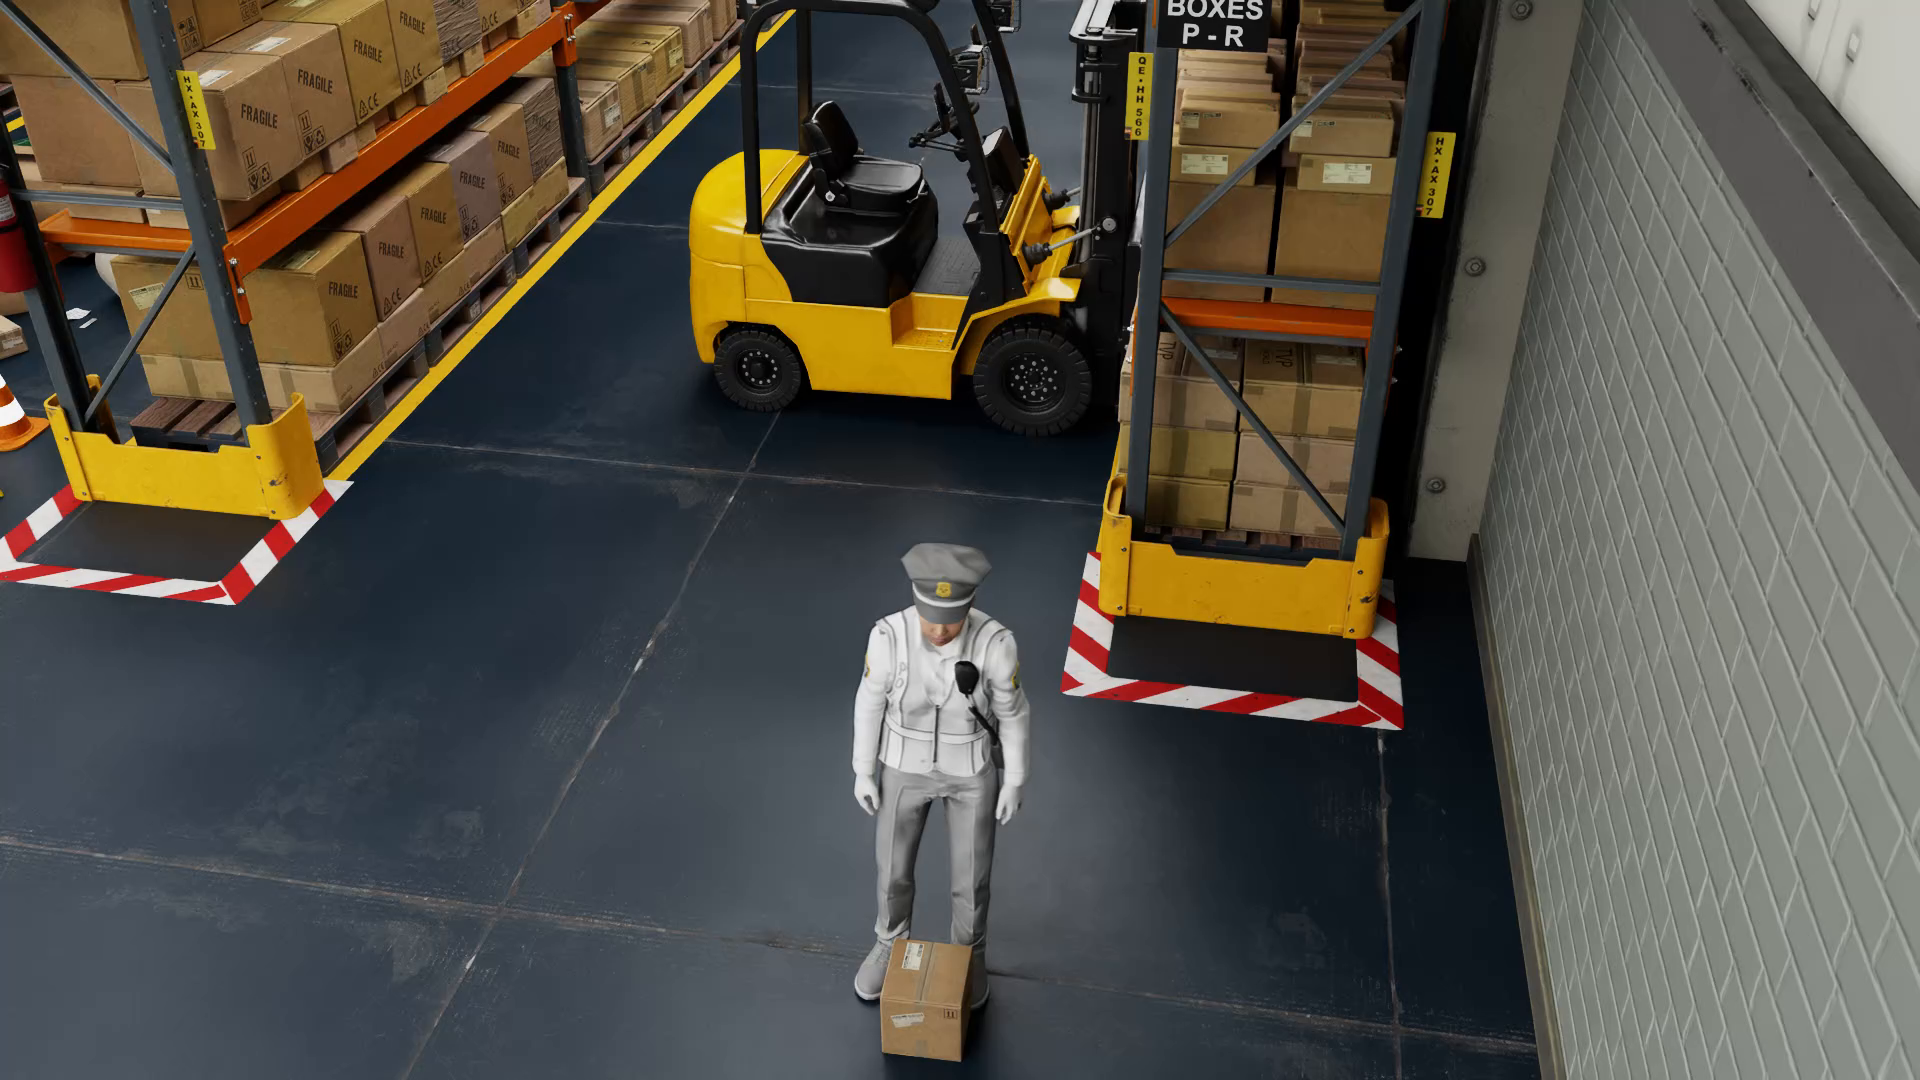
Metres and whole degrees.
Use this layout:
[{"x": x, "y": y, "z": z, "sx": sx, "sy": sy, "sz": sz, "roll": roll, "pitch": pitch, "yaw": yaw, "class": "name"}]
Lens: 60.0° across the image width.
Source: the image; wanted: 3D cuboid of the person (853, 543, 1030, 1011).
[{"x": -0.062, "y": 0.713, "z": 5.020, "sx": 0.541, "sy": 1.662, "sz": 0.375, "roll": 3, "pitch": 33, "yaw": 5, "class": "person"}]
